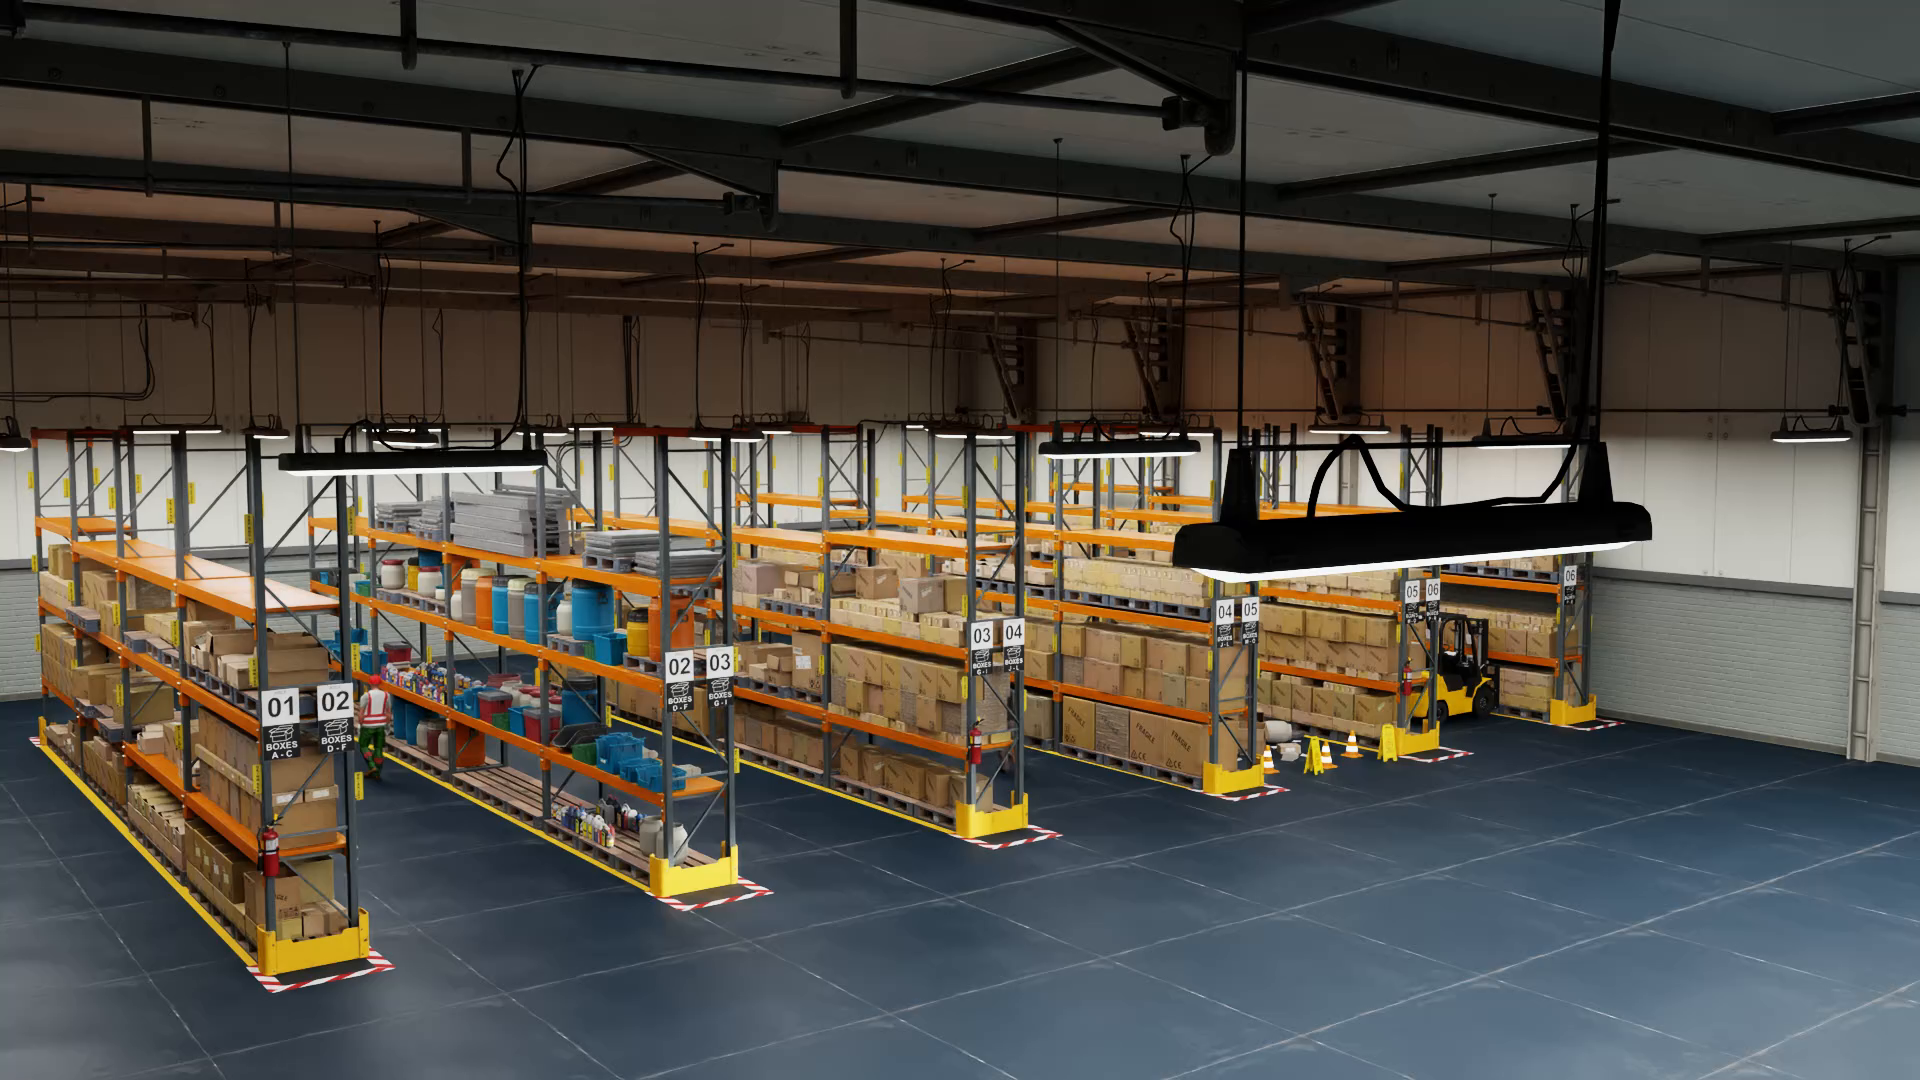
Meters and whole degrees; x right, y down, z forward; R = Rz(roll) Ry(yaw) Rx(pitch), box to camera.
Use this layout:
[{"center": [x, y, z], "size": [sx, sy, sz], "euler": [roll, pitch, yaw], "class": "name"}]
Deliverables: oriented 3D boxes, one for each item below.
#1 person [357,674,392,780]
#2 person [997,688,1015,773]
[{"center": [-9.995, 3.197, 28.429], "size": [0.579, 1.785, 0.470], "euler": [-3, 6, -36], "class": "person"}, {"center": [0.742, 3.192, 28.996], "size": [0.579, 1.710, 0.478], "euler": [-2, 5, -26], "class": "person"}]
